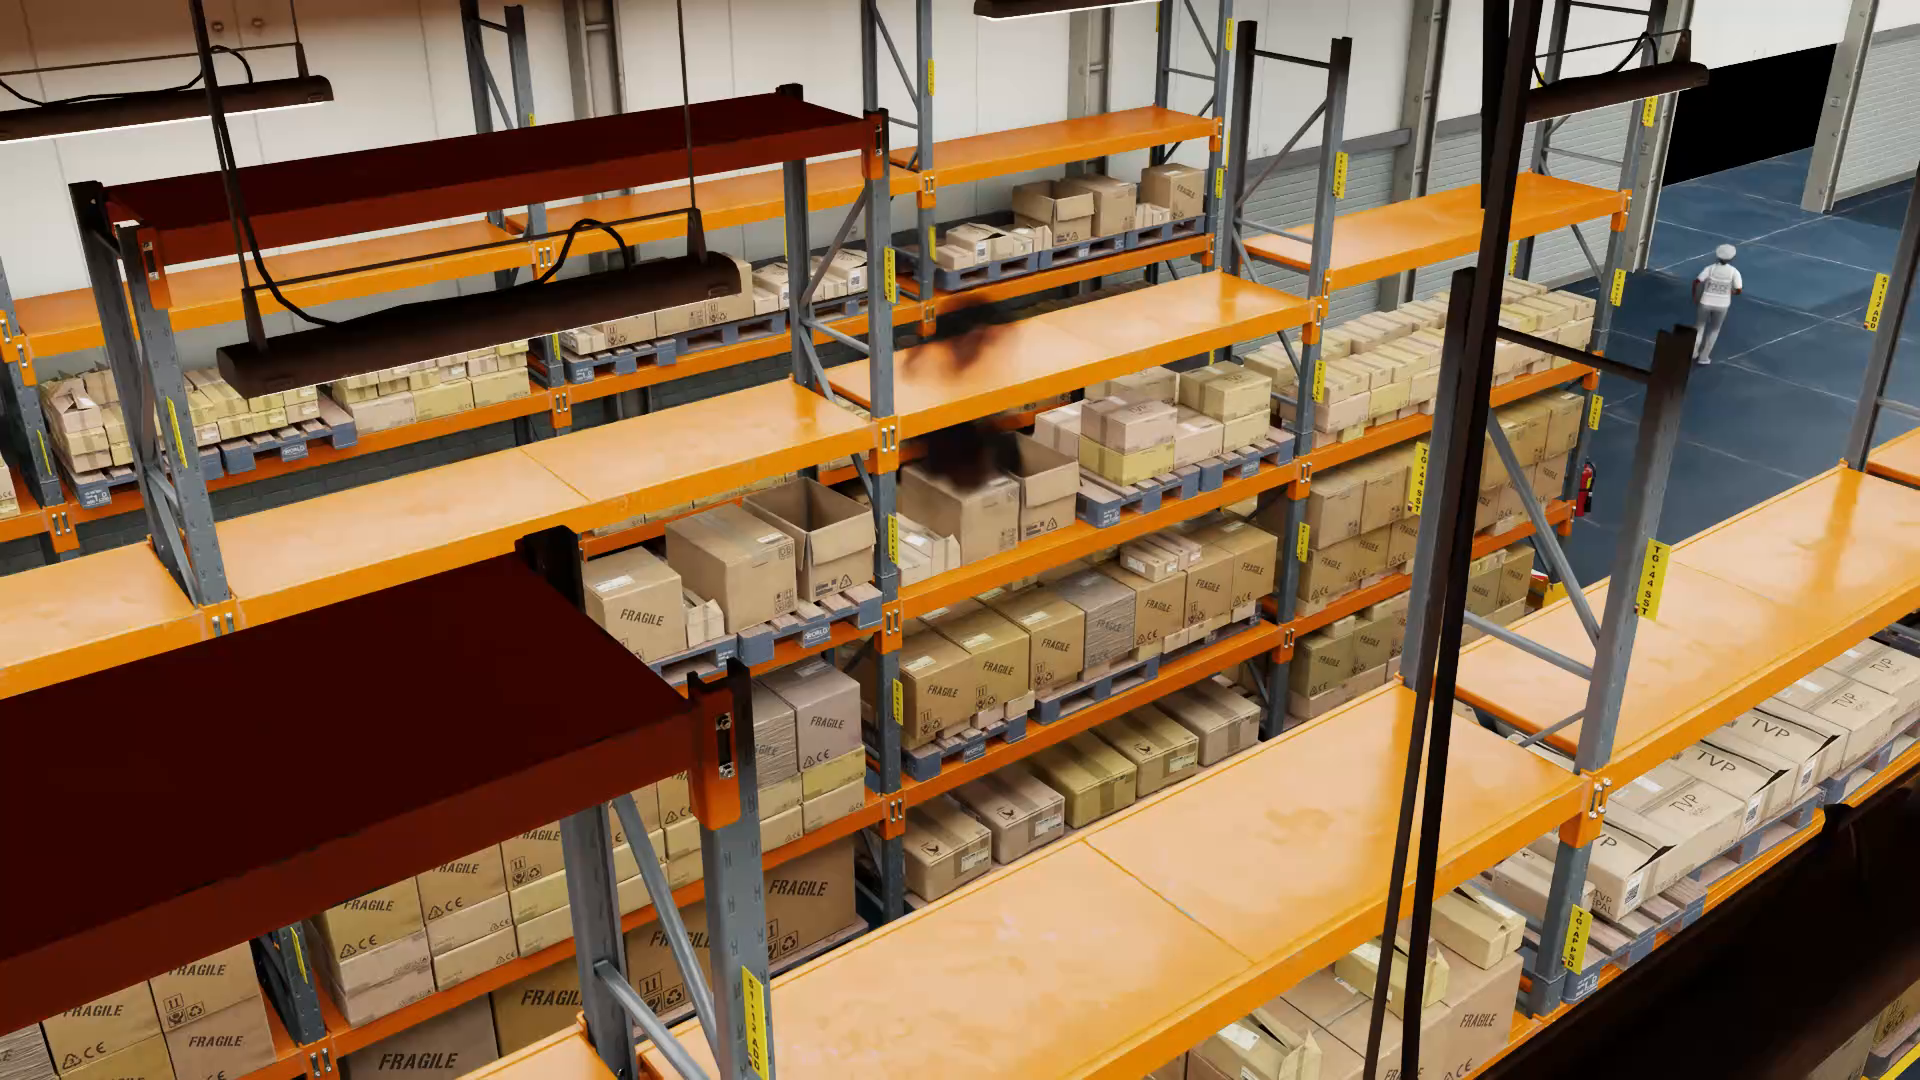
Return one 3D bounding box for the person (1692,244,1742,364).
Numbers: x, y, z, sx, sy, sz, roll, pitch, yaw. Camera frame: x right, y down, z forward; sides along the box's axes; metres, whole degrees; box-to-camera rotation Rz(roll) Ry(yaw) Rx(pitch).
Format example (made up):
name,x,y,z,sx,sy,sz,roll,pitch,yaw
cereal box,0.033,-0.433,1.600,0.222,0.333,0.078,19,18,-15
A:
name,x,y,z,sx,sy,sz,roll,pitch,yaw
person,10.370,-3.257,22.867,0.624,1.671,0.525,13,29,25
